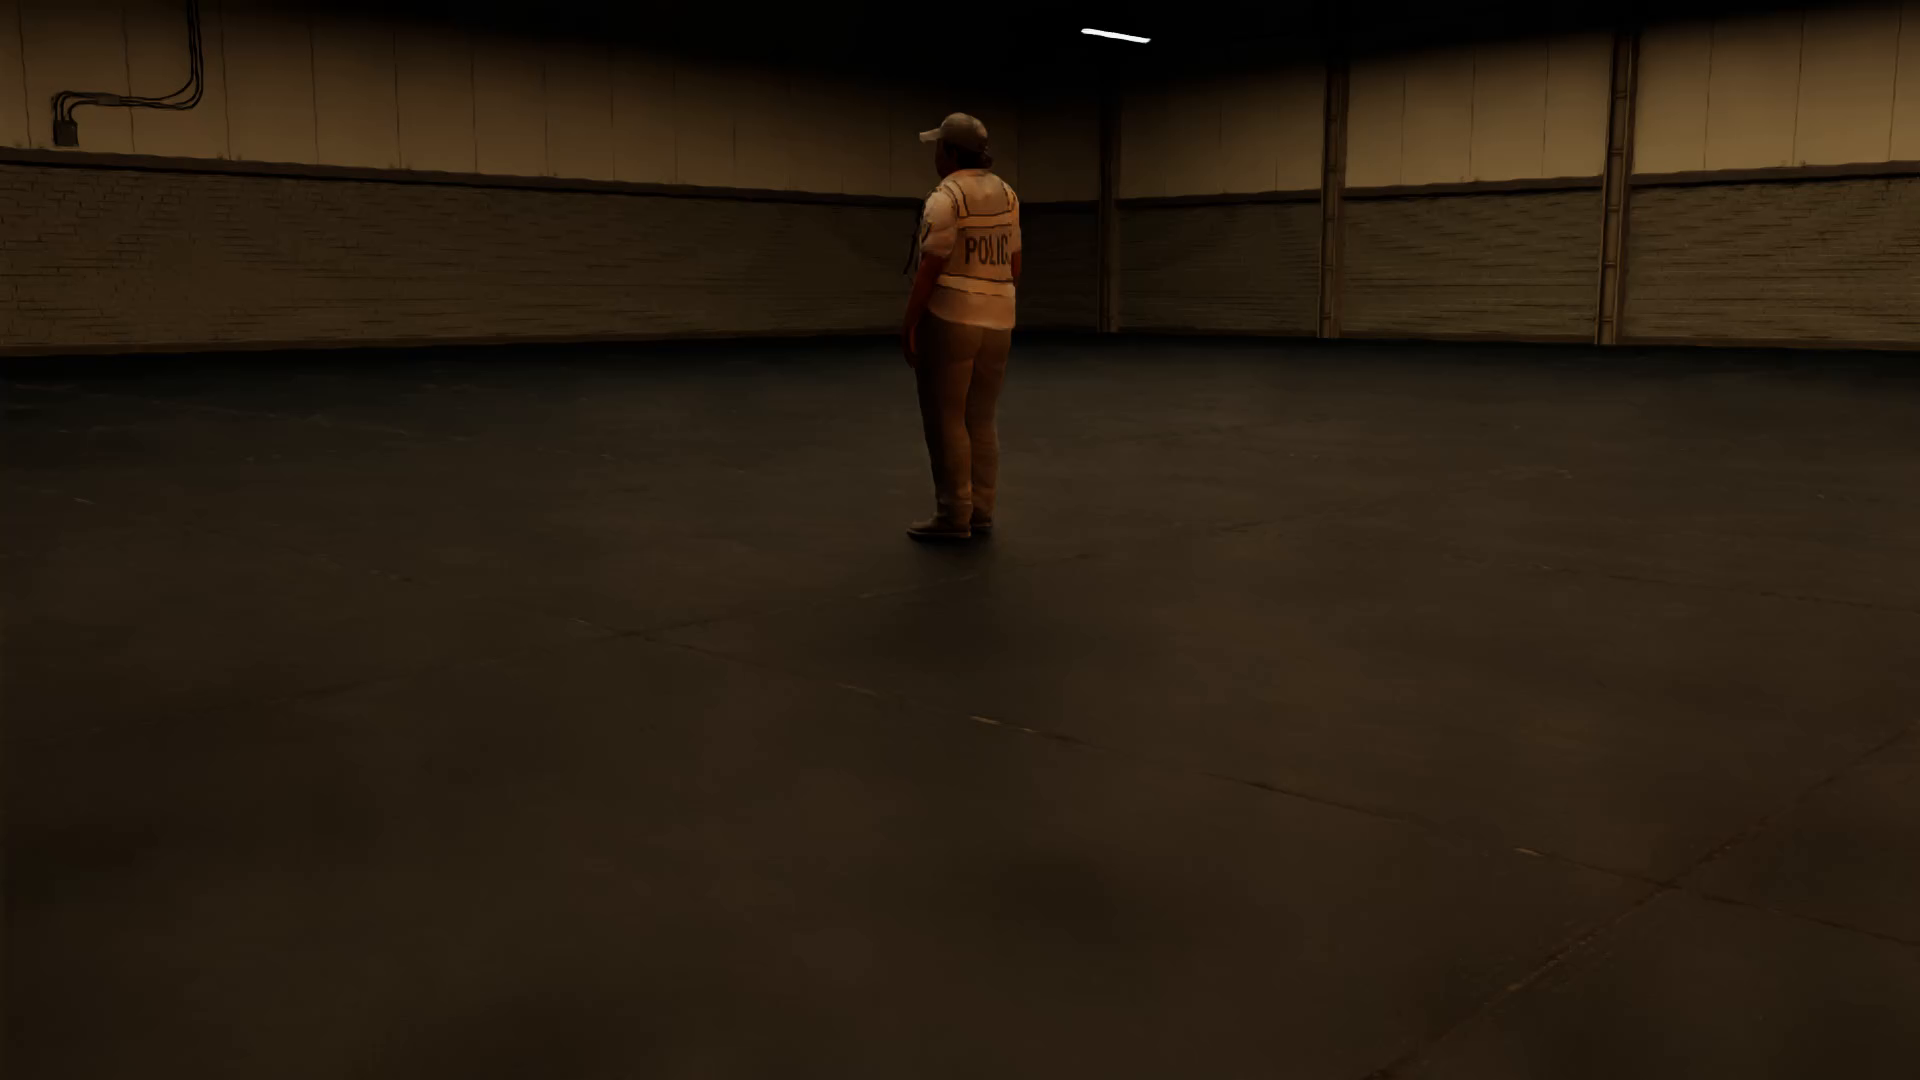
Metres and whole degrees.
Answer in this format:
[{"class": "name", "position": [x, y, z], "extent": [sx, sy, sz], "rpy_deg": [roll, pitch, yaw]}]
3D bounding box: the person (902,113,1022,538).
[{"class": "person", "position": [-0.039, -0.842, 6.661], "extent": [0.529, 1.669, 0.598], "rpy_deg": [8, 12, 43]}]
